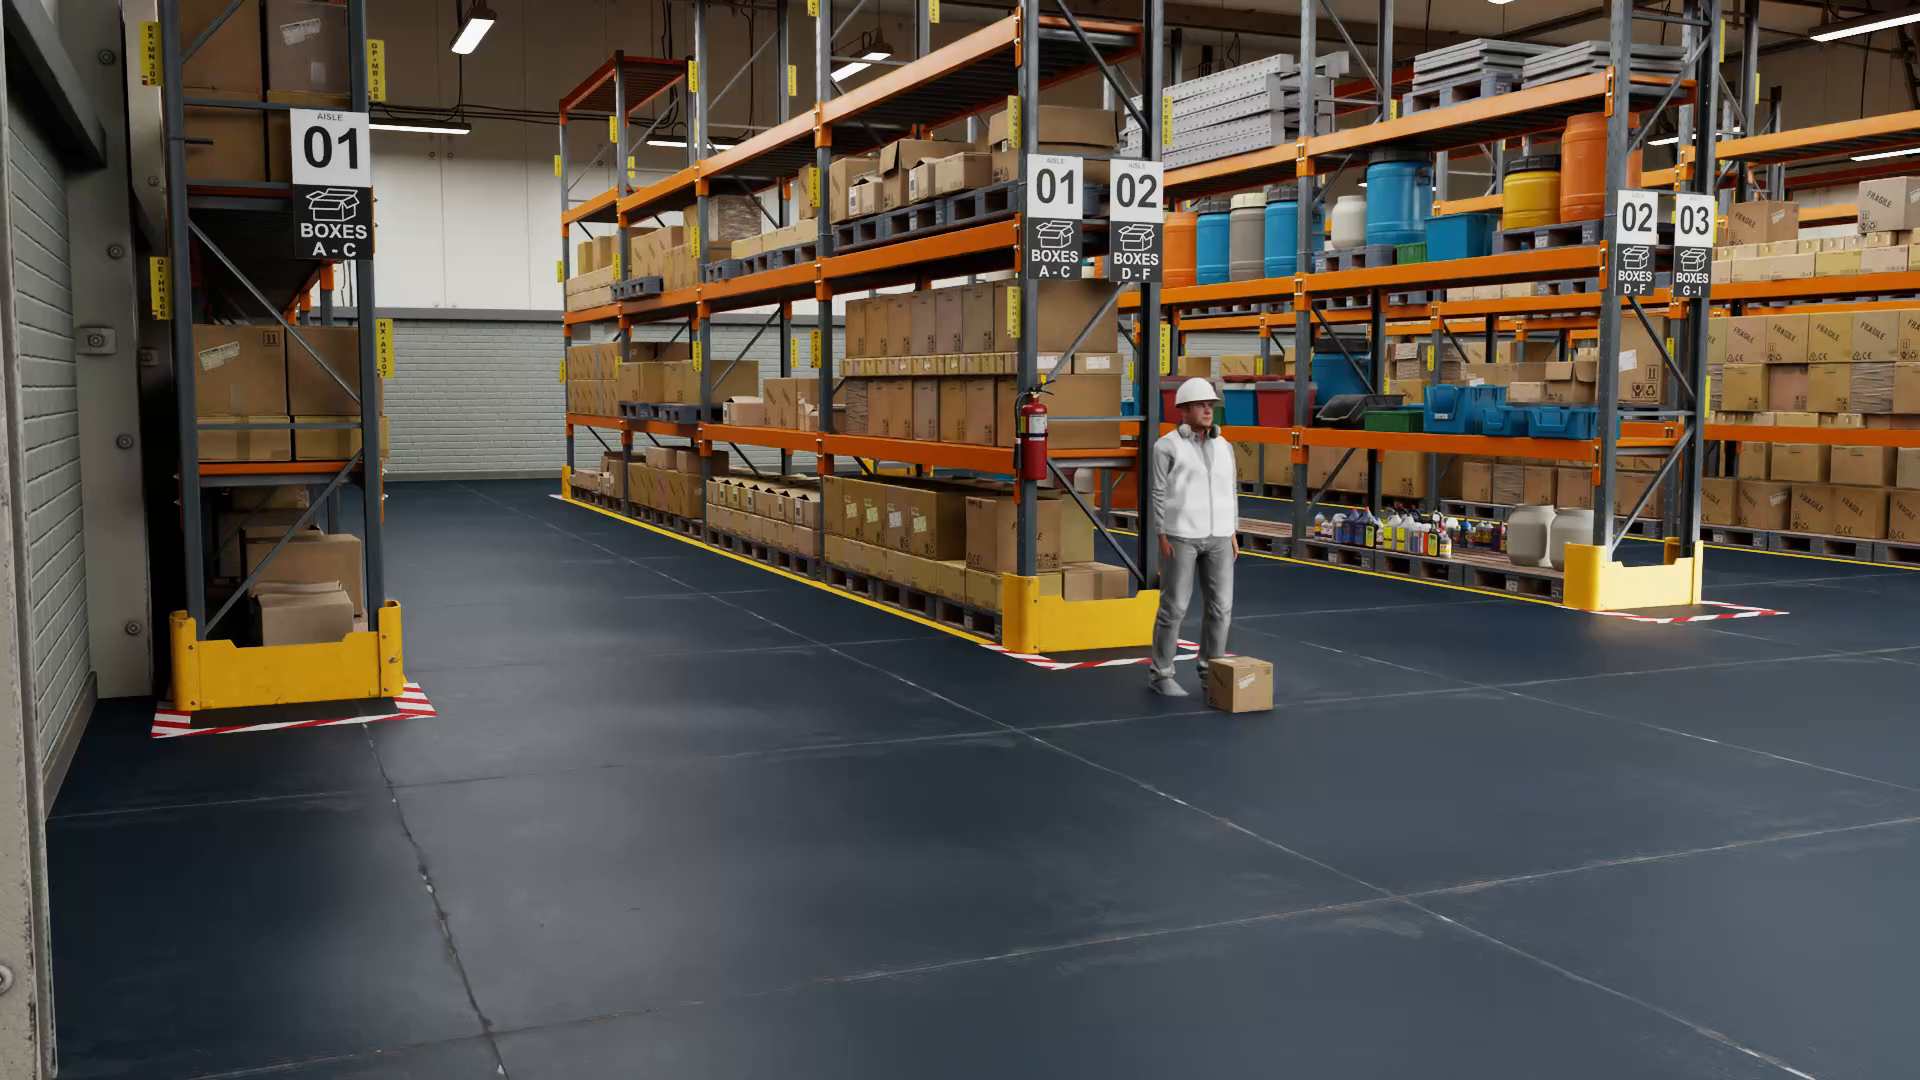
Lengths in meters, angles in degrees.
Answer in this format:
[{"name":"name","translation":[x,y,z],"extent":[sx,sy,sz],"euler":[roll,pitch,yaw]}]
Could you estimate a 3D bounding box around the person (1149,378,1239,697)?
[{"name":"person","translation":[1.339,-0.003,9.328],"extent":[0.534,1.802,0.402],"euler":[-2,6,-22]}]
